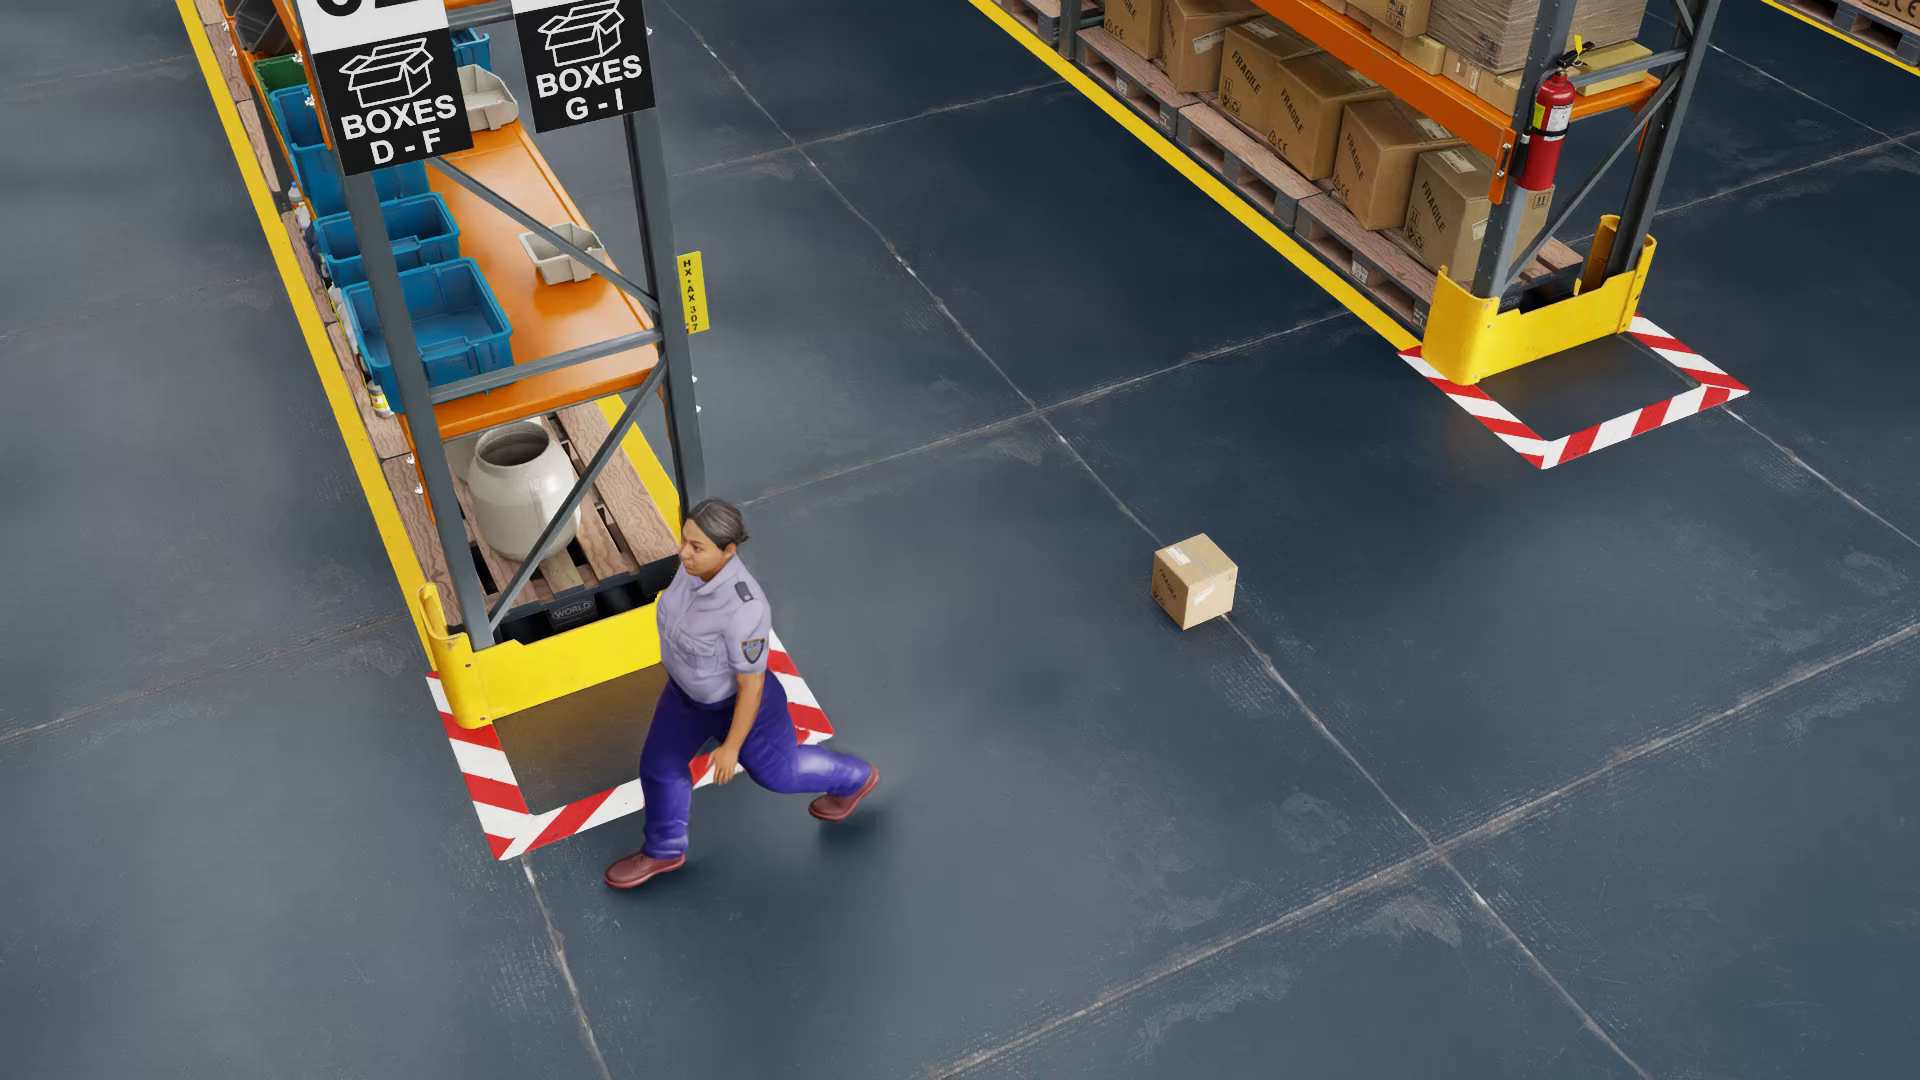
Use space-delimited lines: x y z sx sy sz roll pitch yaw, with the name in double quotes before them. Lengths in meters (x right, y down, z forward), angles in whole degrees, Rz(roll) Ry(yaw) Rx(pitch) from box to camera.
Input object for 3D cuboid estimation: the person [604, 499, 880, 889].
"person" -0.780 0.523 5.592 1.022 1.577 0.498 -28 49 -28
